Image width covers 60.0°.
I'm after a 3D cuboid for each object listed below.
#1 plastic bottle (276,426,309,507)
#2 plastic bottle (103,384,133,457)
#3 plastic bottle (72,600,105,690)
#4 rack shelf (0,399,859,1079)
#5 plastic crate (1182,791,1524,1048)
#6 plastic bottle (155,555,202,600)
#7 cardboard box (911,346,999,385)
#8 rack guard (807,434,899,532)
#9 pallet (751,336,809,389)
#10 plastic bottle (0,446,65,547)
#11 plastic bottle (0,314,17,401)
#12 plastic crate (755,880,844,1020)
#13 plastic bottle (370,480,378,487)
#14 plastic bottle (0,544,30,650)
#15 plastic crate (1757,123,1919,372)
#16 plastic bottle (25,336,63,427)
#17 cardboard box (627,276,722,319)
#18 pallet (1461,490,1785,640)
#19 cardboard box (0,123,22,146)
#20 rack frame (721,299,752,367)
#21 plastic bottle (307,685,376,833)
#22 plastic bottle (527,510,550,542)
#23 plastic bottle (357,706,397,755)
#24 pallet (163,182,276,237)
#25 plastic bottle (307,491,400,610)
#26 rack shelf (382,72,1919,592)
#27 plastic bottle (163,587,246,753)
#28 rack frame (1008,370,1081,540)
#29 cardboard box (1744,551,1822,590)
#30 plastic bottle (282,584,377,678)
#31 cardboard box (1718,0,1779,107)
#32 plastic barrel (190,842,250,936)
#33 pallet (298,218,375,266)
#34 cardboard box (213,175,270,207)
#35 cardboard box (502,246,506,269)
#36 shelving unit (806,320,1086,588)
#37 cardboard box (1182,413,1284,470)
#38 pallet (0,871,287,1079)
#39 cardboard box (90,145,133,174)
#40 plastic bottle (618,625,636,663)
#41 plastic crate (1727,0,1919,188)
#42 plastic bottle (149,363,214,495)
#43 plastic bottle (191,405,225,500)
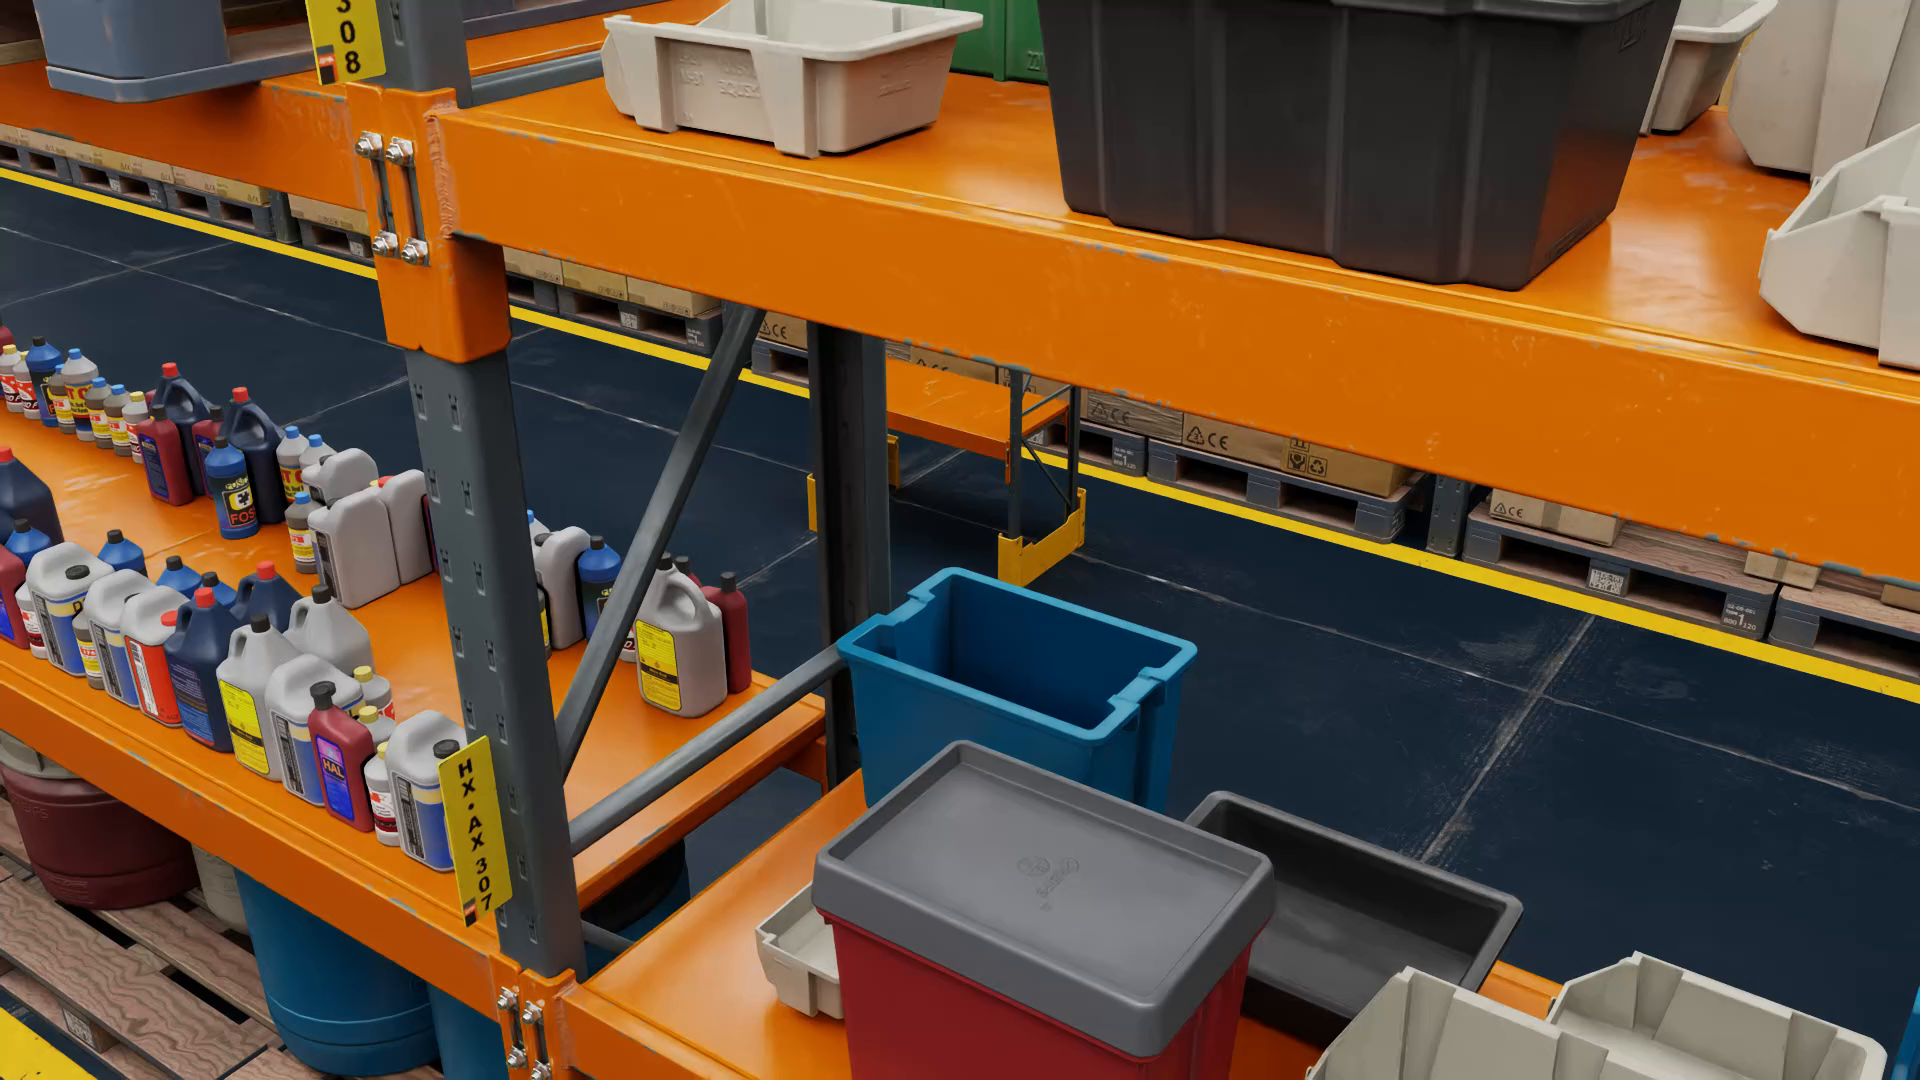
[{"bbox_3d":[-1.754,-0.172,4.423,0.097,0.271,0.097,0,27,0],"label":"plastic bottle"},{"bbox_3d":[-2.439,-0.354,4.858,0.097,0.201,0.097,0,27,0],"label":"plastic bottle"},{"bbox_3d":[-1.920,0.225,3.720,0.097,0.201,0.097,0,27,0],"label":"plastic bottle"},{"bbox_3d":[-2.122,0.201,4.340,4.000,0.370,1.077,17,32,30],"label":"rack shelf"},{"bbox_3d":[0.602,0.677,2.849,0.590,0.125,0.437,17,32,30],"label":"plastic crate"},{"bbox_3d":[-1.753,0.162,3.766,0.097,0.271,0.097,0,27,0],"label":"plastic bottle"},{"bbox_3d":[0.096,-1.079,8.334,0.500,0.500,0.500,17,31,30],"label":"cardboard box"},{"bbox_3d":[-0.473,-0.259,7.483,0.087,0.250,0.587,17,32,30],"label":"rack guard"},{"bbox_3d":[-0.369,-1.035,9.051,1.213,0.211,1.003,17,32,30],"label":"pallet"},{"bbox_3d":[-2.349,-0.072,4.138,0.185,0.351,0.144,17,32,30],"label":"plastic bottle"},{"bbox_3d":[-3.005,-0.577,5.206,0.133,0.283,0.061,17,32,30],"label":"plastic bottle"},{"bbox_3d":[-0.170,0.658,2.874,0.243,0.136,0.396,17,32,30],"label":"plastic crate"},{"bbox_3d":[-1.482,-0.056,4.272,0.097,0.201,0.097,0,27,0],"label":"plastic bottle"},{"bbox_3d":[-2.216,0.106,3.863,0.133,0.283,0.061,17,32,30],"label":"plastic bottle"},{"bbox_3d":[0.980,-0.236,1.389,0.530,0.136,0.437,17,32,30],"label":"plastic crate"},{"bbox_3d":[-2.760,-0.485,5.038,0.097,0.271,0.097,0,27,0],"label":"plastic bottle"},{"bbox_3d":[-1.535,-1.489,9.438,0.500,0.250,0.500,18,32,31],"label":"cardboard box"},{"bbox_3d":[2.900,-0.037,7.090,1.213,0.211,1.003,17,32,30],"label":"pallet"},{"bbox_3d":[-7.241,-3.279,12.954,0.500,0.250,0.500,17,32,30],"label":"cardboard box"},{"bbox_3d":[-0.963,-2.484,8.823,0.127,3.000,1.000,17,32,30],"label":"rack frame"},{"bbox_3d":[-1.198,0.424,3.239,0.133,0.283,0.061,17,32,30],"label":"plastic bottle"},{"bbox_3d":[-1.021,0.056,3.974,0.097,0.271,0.097,0,27,0],"label":"plastic bottle"},{"bbox_3d":[-1.168,0.426,3.325,0.097,0.201,0.097,0,27,0],"label":"plastic bottle"},{"bbox_3d":[-4.892,-2.488,11.906,1.213,0.211,1.003,17,32,30],"label":"pallet"},{"bbox_3d":[-1.488,0.007,4.065,0.135,0.276,0.152,17,32,30],"label":"plastic bottle"},{"bbox_3d":[1.175,-0.108,1.642,4.000,0.370,1.077,17,32,30],"label":"rack shelf"},{"bbox_3d":[-1.568,0.255,3.496,0.185,0.351,0.144,17,32,30],"label":"plastic bottle"},{"bbox_3d":[0.349,-0.560,6.696,0.032,1.500,0.500,17,32,30],"label":"rack frame"},{"bbox_3d":[3.277,0.017,6.548,0.250,0.166,0.380,17,32,30],"label":"cardboard box"},{"bbox_3d":[-1.334,0.249,3.508,0.185,0.351,0.144,17,32,30],"label":"plastic bottle"},{"bbox_3d":[2.989,-1.588,5.851,0.500,0.500,0.500,16,31,29],"label":"cardboard box"},{"bbox_3d":[-1.910,0.810,4.632,0.421,0.512,0.421,0,27,0],"label":"plastic barrel"},{"bbox_3d":[-3.631,-2.094,11.131,1.213,0.211,1.003,17,32,30],"label":"pallet"},{"bbox_3d":[-4.766,-2.510,11.443,0.500,0.250,0.500,17,32,30],"label":"cardboard box"},{"bbox_3d":[-2.800,-1.882,10.209,0.500,0.250,0.500,18,32,31],"label":"cardboard box"},{"bbox_3d":[-0.063,-0.688,6.948,1.083,1.500,0.587,17,32,30],"label":"shelving unit"},{"bbox_3d":[1.363,-0.688,7.566,0.500,0.500,0.500,17,32,30],"label":"cardboard box"},{"bbox_3d":[-2.095,1.110,4.835,1.213,0.211,1.003,17,32,30],"label":"pallet"},{"bbox_3d":[-6.005,-2.893,12.196,0.500,0.250,0.500,17,32,30],"label":"cardboard box"},{"bbox_3d":[-0.749,0.172,3.824,0.097,0.201,0.097,0,27,0],"label":"plastic bottle"},{"bbox_3d":[1.172,-0.547,1.841,0.530,0.282,0.437,17,32,30],"label":"plastic crate"},{"bbox_3d":[-2.146,-0.317,4.619,0.185,0.351,0.144,17,32,30],"label":"plastic bottle"},{"bbox_3d":[-2.025,-0.238,4.540,0.133,0.283,0.061,17,32,30],"label":"plastic bottle"}]
